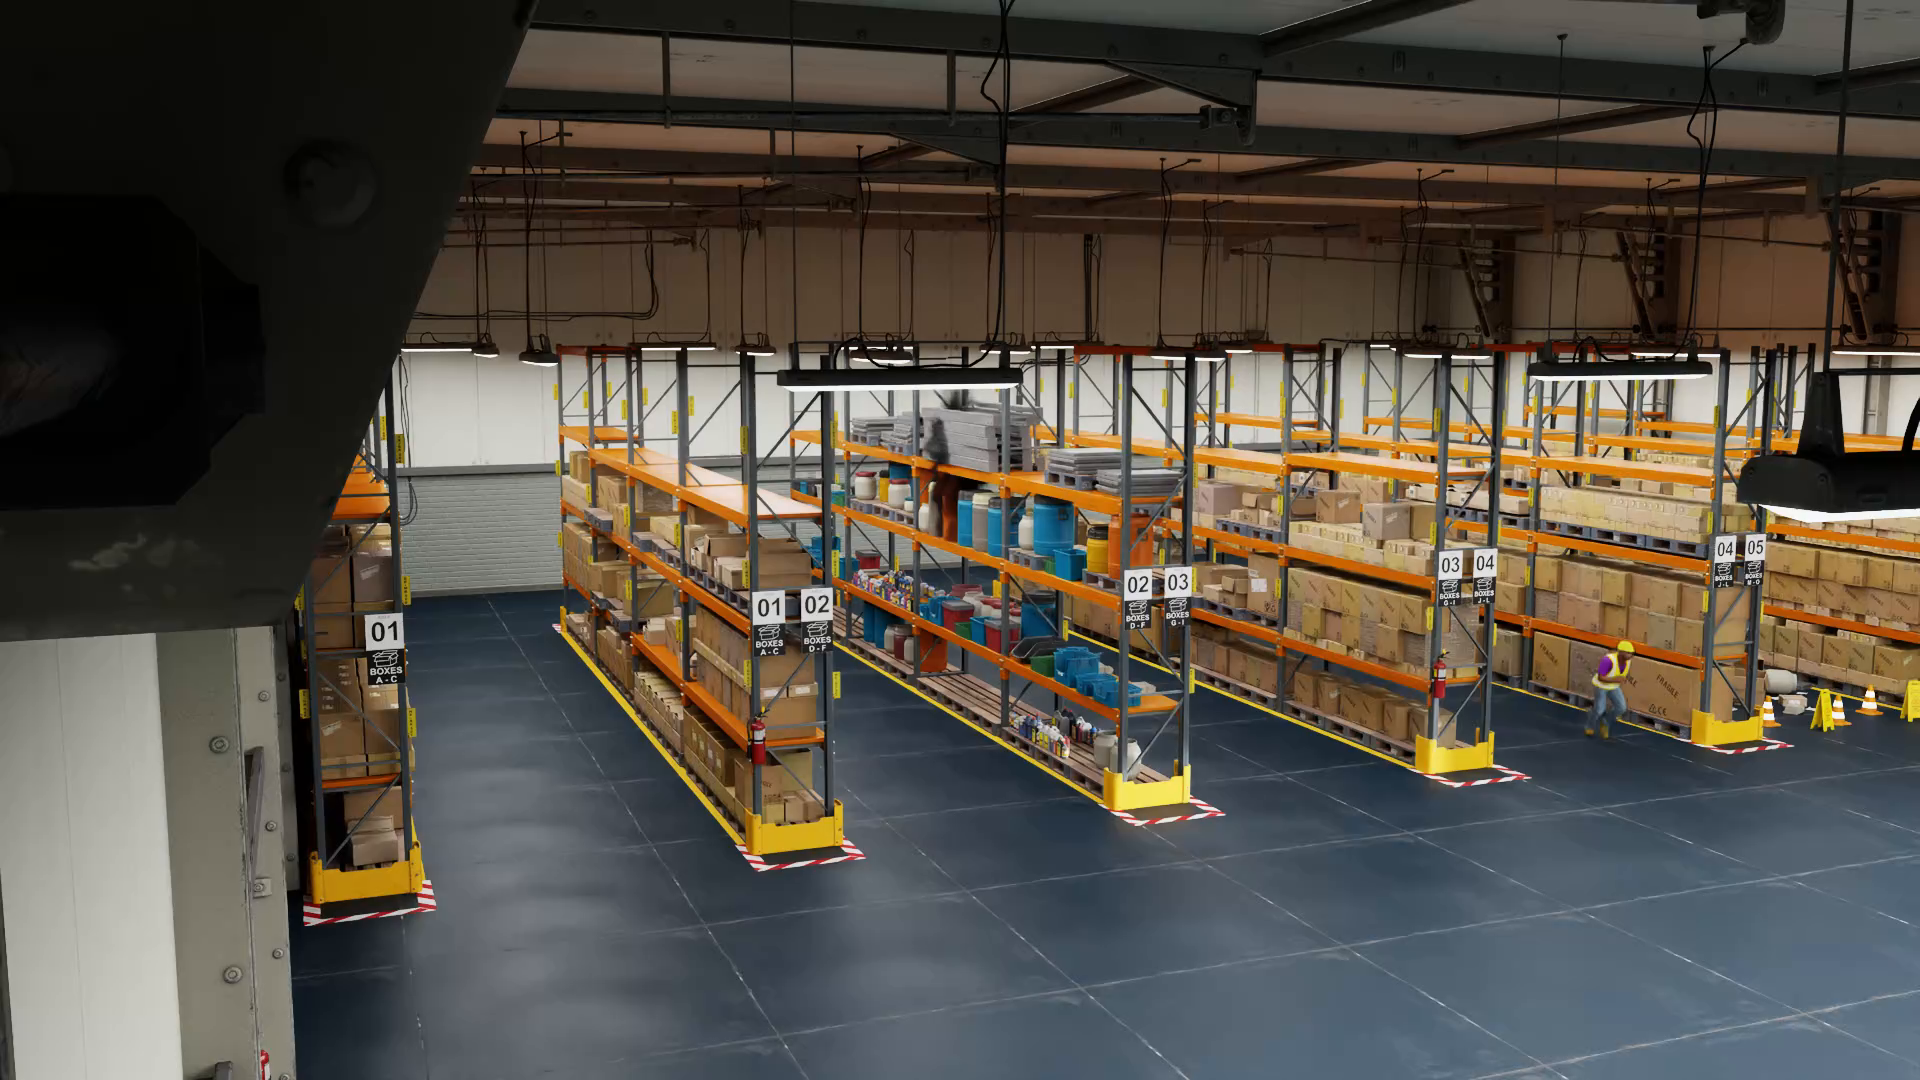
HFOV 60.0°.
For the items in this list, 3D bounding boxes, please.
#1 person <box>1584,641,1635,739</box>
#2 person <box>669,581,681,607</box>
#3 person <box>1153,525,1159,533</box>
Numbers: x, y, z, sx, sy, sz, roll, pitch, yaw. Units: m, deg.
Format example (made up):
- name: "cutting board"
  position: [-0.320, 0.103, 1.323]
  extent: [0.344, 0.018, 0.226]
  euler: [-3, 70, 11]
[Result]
- name: "person"
  position: [10.021, 2.291, 25.576]
  extent: [0.740, 1.604, 0.931]
  euler: [-3, 8, -21]
- name: "person"
  position: [-6.117, 1.119, 35.292]
  extent: [0.548, 1.505, 0.748]
  euler: [-4, 8, -29]
- name: "person"
  position: [4.493, 0.489, 39.397]
  extent: [0.763, 1.687, 0.588]
  euler: [-1, 7, -8]
